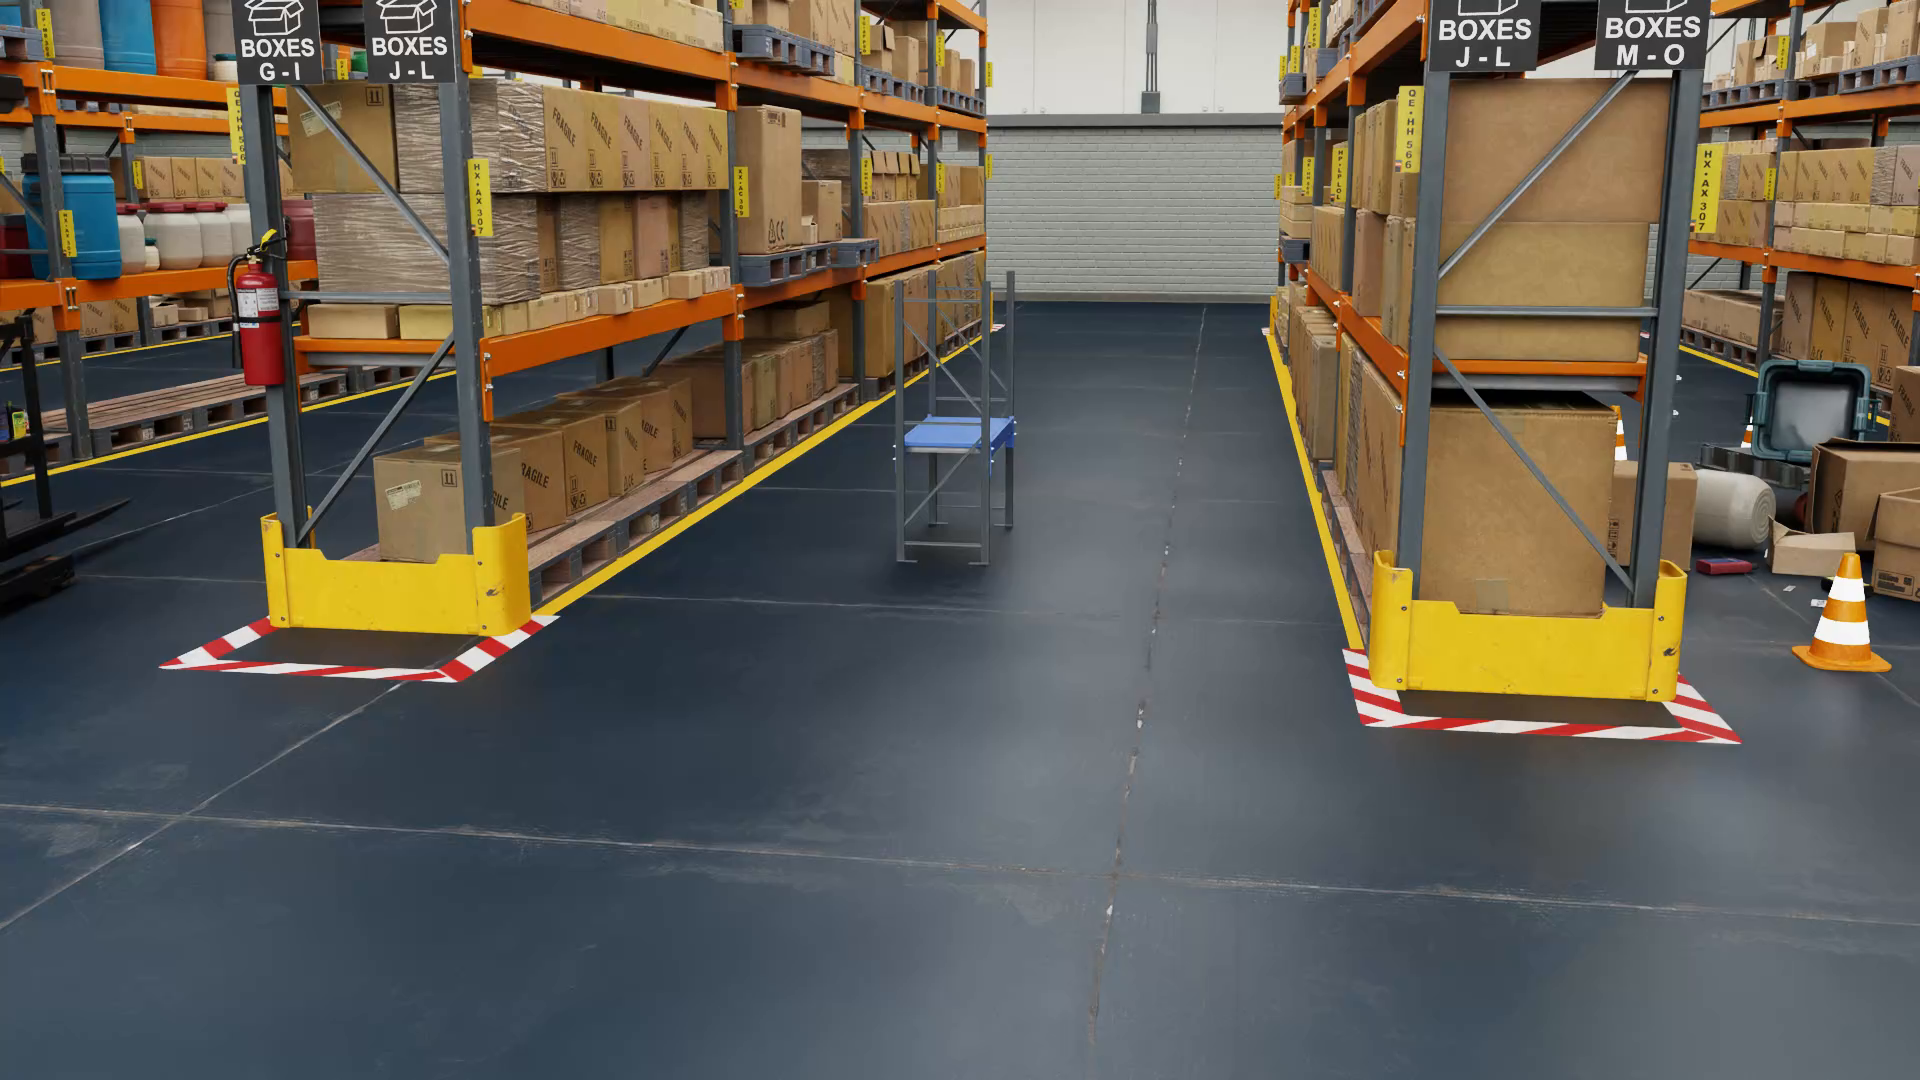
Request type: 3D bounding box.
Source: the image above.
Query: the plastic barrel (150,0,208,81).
[{"bbox_3d":[-6.712,-4.272,14.055,0.600,0.830,0.708,2,12,9],"label":"plastic barrel"}]

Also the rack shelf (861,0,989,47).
[{"bbox_3d":[-0.453,-6.369,20.345,1.077,0.370,4.000,2,12,9],"label":"rack shelf"}]

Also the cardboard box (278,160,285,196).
[{"bbox_3d":[-9.807,-5.053,23.209,0.500,0.500,0.500,2,12,10],"label":"cardboard box"}]

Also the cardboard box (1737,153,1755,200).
[{"bbox_3d":[8.917,-3.997,18.308,0.500,0.500,0.500,2,12,8],"label":"cardboard box"}]

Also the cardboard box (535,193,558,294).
[{"bbox_3d":[-2.537,-1.485,8.323,0.875,0.500,0.500,2,12,9],"label":"cardboard box"}]

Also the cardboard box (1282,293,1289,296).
[{"bbox_3d":[4.140,-2.948,20.412,0.380,0.149,0.250,2,12,10],"label":"cardboard box"}]

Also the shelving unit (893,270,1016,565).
[{"bbox_3d":[-0.013,-0.715,9.253,0.538,1.500,1.048,2,12,9],"label":"shelving unit"}]

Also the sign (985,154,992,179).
[{"bbox_3d":[0.388,-5.062,22.549,0.100,0.325,0.005,2,12,9],"label":"sign"}]

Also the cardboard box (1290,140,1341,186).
[{"bbox_3d":[3.929,-4.176,18.432,0.500,0.500,0.500,1,12,7],"label":"cardboard box"}]

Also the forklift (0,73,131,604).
[{"bbox_3d":[-5.038,-1.131,7.783,1.130,2.935,3.031,0,12,-2],"label":"forklift"}]

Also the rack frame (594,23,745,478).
[{"bbox_3d":[-1.991,-1.902,11.200,1.000,3.000,0.127,2,12,9],"label":"rack frame"}]

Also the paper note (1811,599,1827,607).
[{"bbox_3d":[4.191,0.302,8.025,0.144,0.017,0.142,7,14,28],"label":"paper note"}]

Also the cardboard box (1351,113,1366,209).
[{"bbox_3d":[2.803,-2.246,9.876,0.875,0.550,0.550,2,12,9],"label":"cardboard box"}]

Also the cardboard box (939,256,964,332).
[{"bbox_3d":[-0.442,-3.056,20.602,0.875,0.875,0.875,2,12,9],"label":"cardboard box"}]

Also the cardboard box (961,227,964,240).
[{"bbox_3d":[-0.149,-3.820,20.696,0.380,0.149,0.250,2,12,7],"label":"cardboard box"}]

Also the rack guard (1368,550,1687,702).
[{"bbox_3d":[2.275,0.339,6.733,1.175,0.500,0.348,2,12,9],"label":"rack guard"}]

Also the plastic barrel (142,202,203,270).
[{"bbox_3d":[-6.409,-2.474,13.530,0.433,0.535,0.433,0,12,0],"label":"plastic barrel"}]

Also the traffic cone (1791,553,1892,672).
[{"bbox_3d":[3.764,0.288,7.060,0.336,0.463,0.334,2,12,9],"label":"traffic cone"}]

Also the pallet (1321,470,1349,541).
[{"bbox_3d":[2.700,-0.202,9.928,1.003,0.211,1.213,2,12,9],"label":"pallet"}]

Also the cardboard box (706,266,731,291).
[{"bbox_3d":[-1.734,-1.725,10.975,0.380,0.149,0.250,2,12,9],"label":"cardboard box"}]

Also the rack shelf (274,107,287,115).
[{"bbox_3d":[-5.963,-4.426,17.500,1.077,0.370,4.000,2,12,9],"label":"rack shelf"}]

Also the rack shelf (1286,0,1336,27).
[{"bbox_3d":[4.432,-6.382,19.460,1.077,0.370,4.000,2,12,9],"label":"rack shelf"}]

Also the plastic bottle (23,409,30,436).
[{"bbox_3d":[-6.633,-0.824,11.796,0.097,0.201,0.097,0,12,0],"label":"plastic bottle"}]

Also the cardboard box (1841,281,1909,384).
[{"bbox_3d":[8.746,-1.907,15.269,0.875,0.875,0.875,2,12,9],"label":"cardboard box"}]

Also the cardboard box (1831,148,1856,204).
[{"bbox_3d":[8.476,-3.383,15.460,0.500,0.500,0.500,2,12,8],"label":"cardboard box"}]

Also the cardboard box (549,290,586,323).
[{"bbox_3d":[-2.153,-1.206,8.565,0.380,0.149,0.250,2,12,9],"label":"cardboard box"}]

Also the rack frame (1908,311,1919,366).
[{"bbox_3d":[8.416,-2.414,13.574,1.000,3.000,0.127,2,12,9],"label":"rack frame"}]

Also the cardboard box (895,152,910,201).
[{"bbox_3d":[-0.968,-3.831,17.532,0.797,0.503,0.637,2,12,9],"label":"cardboard box"}]

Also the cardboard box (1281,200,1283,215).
[{"bbox_3d":[3.571,-3.493,17.473,0.380,0.149,0.250,2,12,8],"label":"cardboard box"}]

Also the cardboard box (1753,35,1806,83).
[{"bbox_3d":[9.207,-5.299,18.364,0.797,0.503,0.637,3,12,13],"label":"cardboard box"}]

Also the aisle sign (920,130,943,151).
[{"bbox_3d":[-0.431,-5.696,22.632,0.394,0.787,0.004,2,12,9],"label":"aisle sign"}]

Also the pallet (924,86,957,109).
[{"bbox_3d":[-0.625,-5.161,19.410,1.003,0.211,1.213,2,12,9],"label":"pallet"}]

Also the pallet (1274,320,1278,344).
[{"bbox_3d":[4.568,-2.672,21.389,1.003,0.211,1.213,2,12,9],"label":"pallet"}]

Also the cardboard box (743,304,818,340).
[{"bbox_3d":[-1.521,-1.843,14.036,0.500,0.250,0.500,3,13,15],"label":"cardboard box"}]

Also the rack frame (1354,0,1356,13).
[{"bbox_3d":[2.894,-4.653,9.725,1.000,3.000,0.127,2,12,9],"label":"rack frame"}]

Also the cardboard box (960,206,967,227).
[{"bbox_3d":[-0.191,-4.043,20.783,0.500,0.250,0.500,2,12,9],"label":"cardboard box"}]

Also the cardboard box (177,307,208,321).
[{"bbox_3d":[-10.147,-2.980,21.883,0.380,0.166,0.250,2,12,9],"label":"cardboard box"}]

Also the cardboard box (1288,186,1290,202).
[{"bbox_3d":[3.293,-3.256,15.668,0.380,0.149,0.250,2,12,9],"label":"cardboard box"}]

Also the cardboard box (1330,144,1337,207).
[{"bbox_3d":[3.430,-2.998,13.673,0.700,0.500,0.500,2,12,8],"label":"cardboard box"}]

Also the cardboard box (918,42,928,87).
[{"bbox_3d":[-0.700,-5.502,19.311,0.700,0.500,0.500,1,12,5],"label":"cardboard box"}]

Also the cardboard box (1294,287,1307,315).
[{"bbox_3d":[3.587,-2.374,16.544,0.500,0.250,0.500,2,12,11],"label":"cardboard box"}]

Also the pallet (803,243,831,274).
[{"bbox_3d":[-1.640,-2.228,13.166,1.003,0.211,1.213,2,12,9],"label":"pallet"}]

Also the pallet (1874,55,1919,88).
[{"bbox_3d":[8.462,-3.924,13.908,1.213,0.211,1.003,2,12,11],"label":"pallet"}]

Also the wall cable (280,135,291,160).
[{"bbox_3d":[-13.606,-7.462,30.130,3.097,2.526,0.112,2,12,9],"label":"wall cable"}]

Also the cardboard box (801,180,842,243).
[{"bbox_3d":[-1.407,-2.756,13.927,0.700,0.500,0.500,4,13,17],"label":"cardboard box"}]

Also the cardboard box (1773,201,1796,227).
[{"bbox_3d":[8.685,-3.335,17.018,0.500,0.250,0.500,2,12,7],"label":"cardboard box"}]

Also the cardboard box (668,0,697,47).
[{"bbox_3d":[-1.894,-3.084,9.918,0.500,0.250,0.500,2,12,10],"label":"cardboard box"}]

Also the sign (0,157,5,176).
[{"bbox_3d":[-14.295,-5.543,24.784,0.100,0.325,0.005,2,12,9],"label":"sign"}]

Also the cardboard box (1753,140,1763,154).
[{"bbox_3d":[8.981,-4.332,18.324,0.380,0.149,0.250,2,12,8],"label":"cardboard box"}]

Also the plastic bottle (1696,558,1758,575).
[{"bbox_3d":[4.023,0.137,8.713,0.283,0.061,0.133,-2,12,-11],"label":"plastic bottle"}]

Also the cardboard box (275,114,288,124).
[{"bbox_3d":[-9.752,-6.000,23.448,0.500,0.250,0.500,2,12,9],"label":"cardboard box"}]

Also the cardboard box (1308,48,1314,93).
[{"bbox_3d":[3.410,-4.300,14.969,0.500,0.500,0.500,2,12,9],"label":"cardboard box"}]

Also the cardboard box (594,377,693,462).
[{"bbox_3d":[-2.092,-0.804,11.039,0.500,0.500,0.500,1,12,7],"label":"cardboard box"}]

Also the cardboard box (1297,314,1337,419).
[{"bbox_3d":[3.196,-1.353,12.994,1.050,0.750,0.750,2,12,10],"label":"cardboard box"}]

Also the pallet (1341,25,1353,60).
[{"bbox_3d":[2.986,-3.286,10.954,0.805,0.209,1.217,1,12,6],"label":"pallet"}]

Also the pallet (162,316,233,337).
[{"bbox_3d":[-10.257,-2.924,22.560,1.003,0.211,1.213,2,12,9],"label":"pallet"}]
